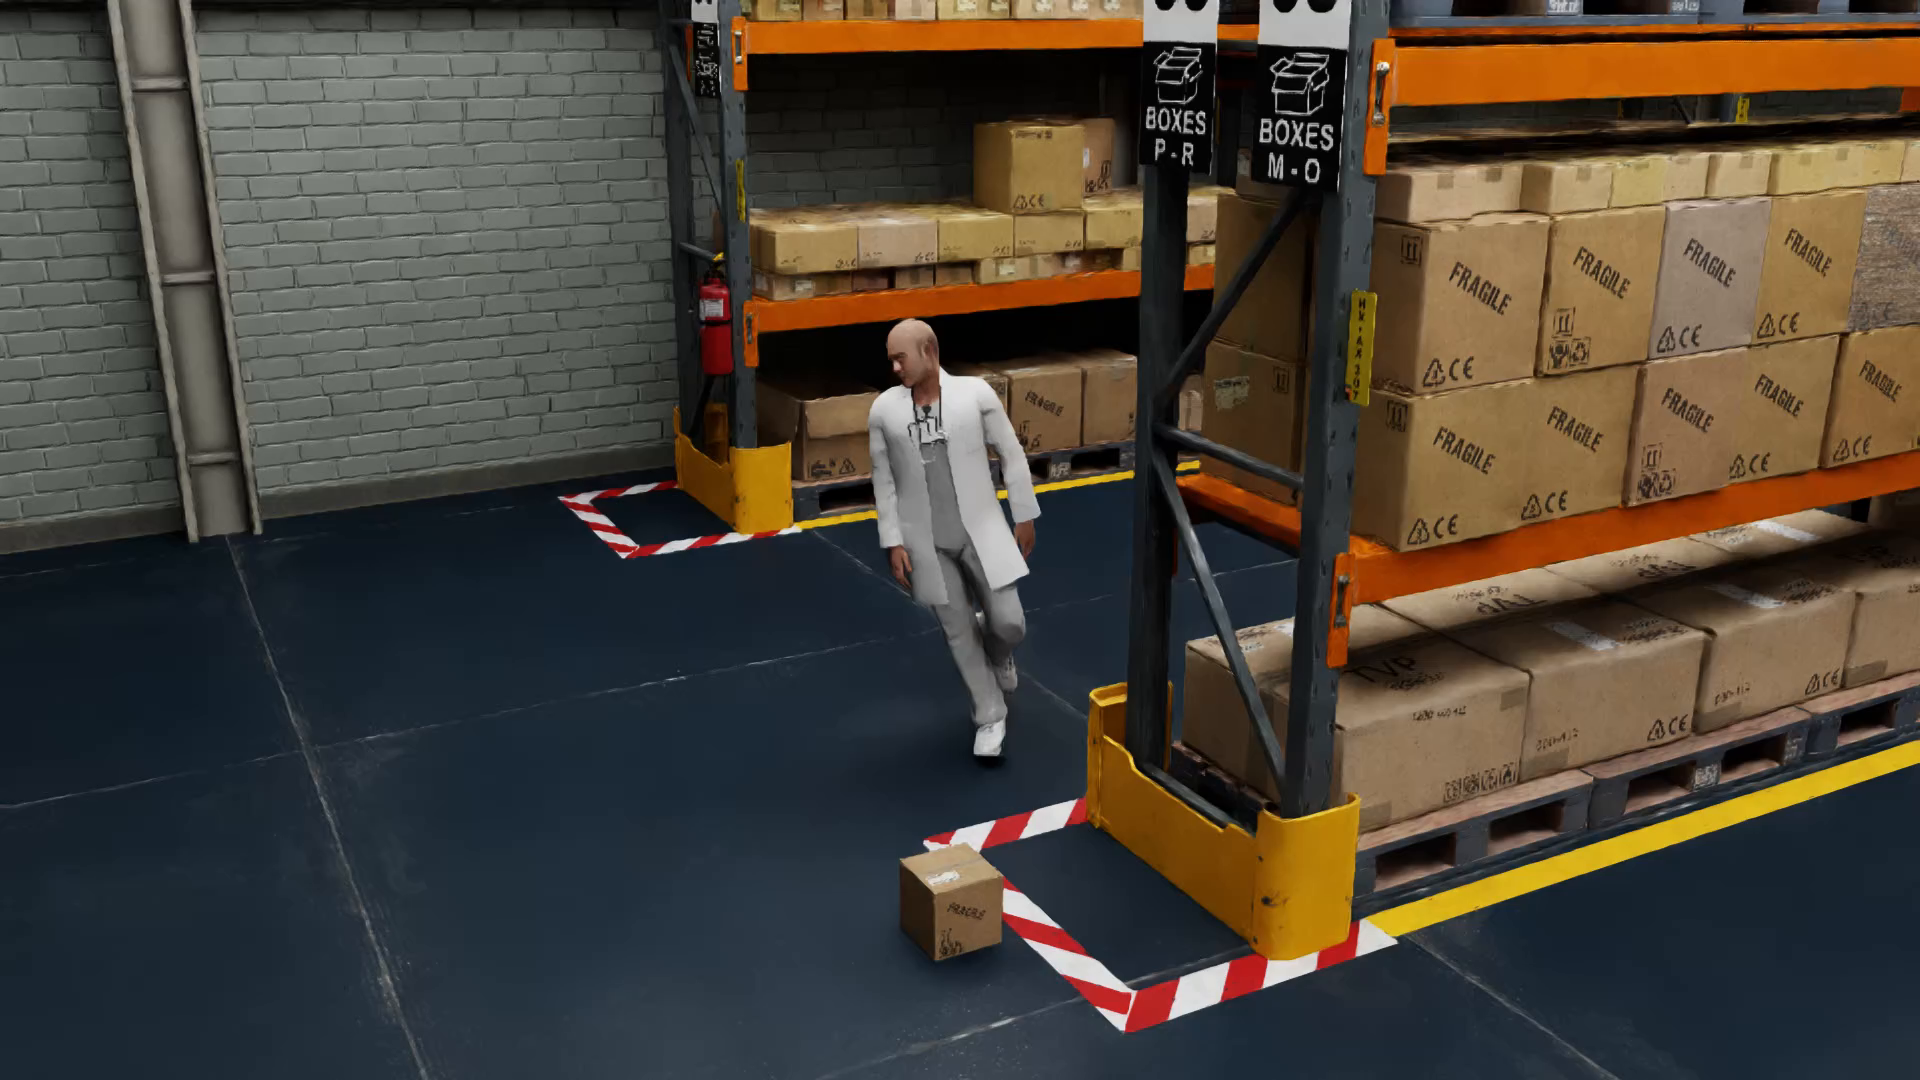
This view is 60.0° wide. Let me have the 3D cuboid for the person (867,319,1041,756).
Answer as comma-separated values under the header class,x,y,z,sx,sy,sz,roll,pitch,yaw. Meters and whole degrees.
class,x,y,z,sx,sy,sz,roll,pitch,yaw
person,-0.020,-0.023,6.680,0.690,1.738,0.678,0,18,-1
